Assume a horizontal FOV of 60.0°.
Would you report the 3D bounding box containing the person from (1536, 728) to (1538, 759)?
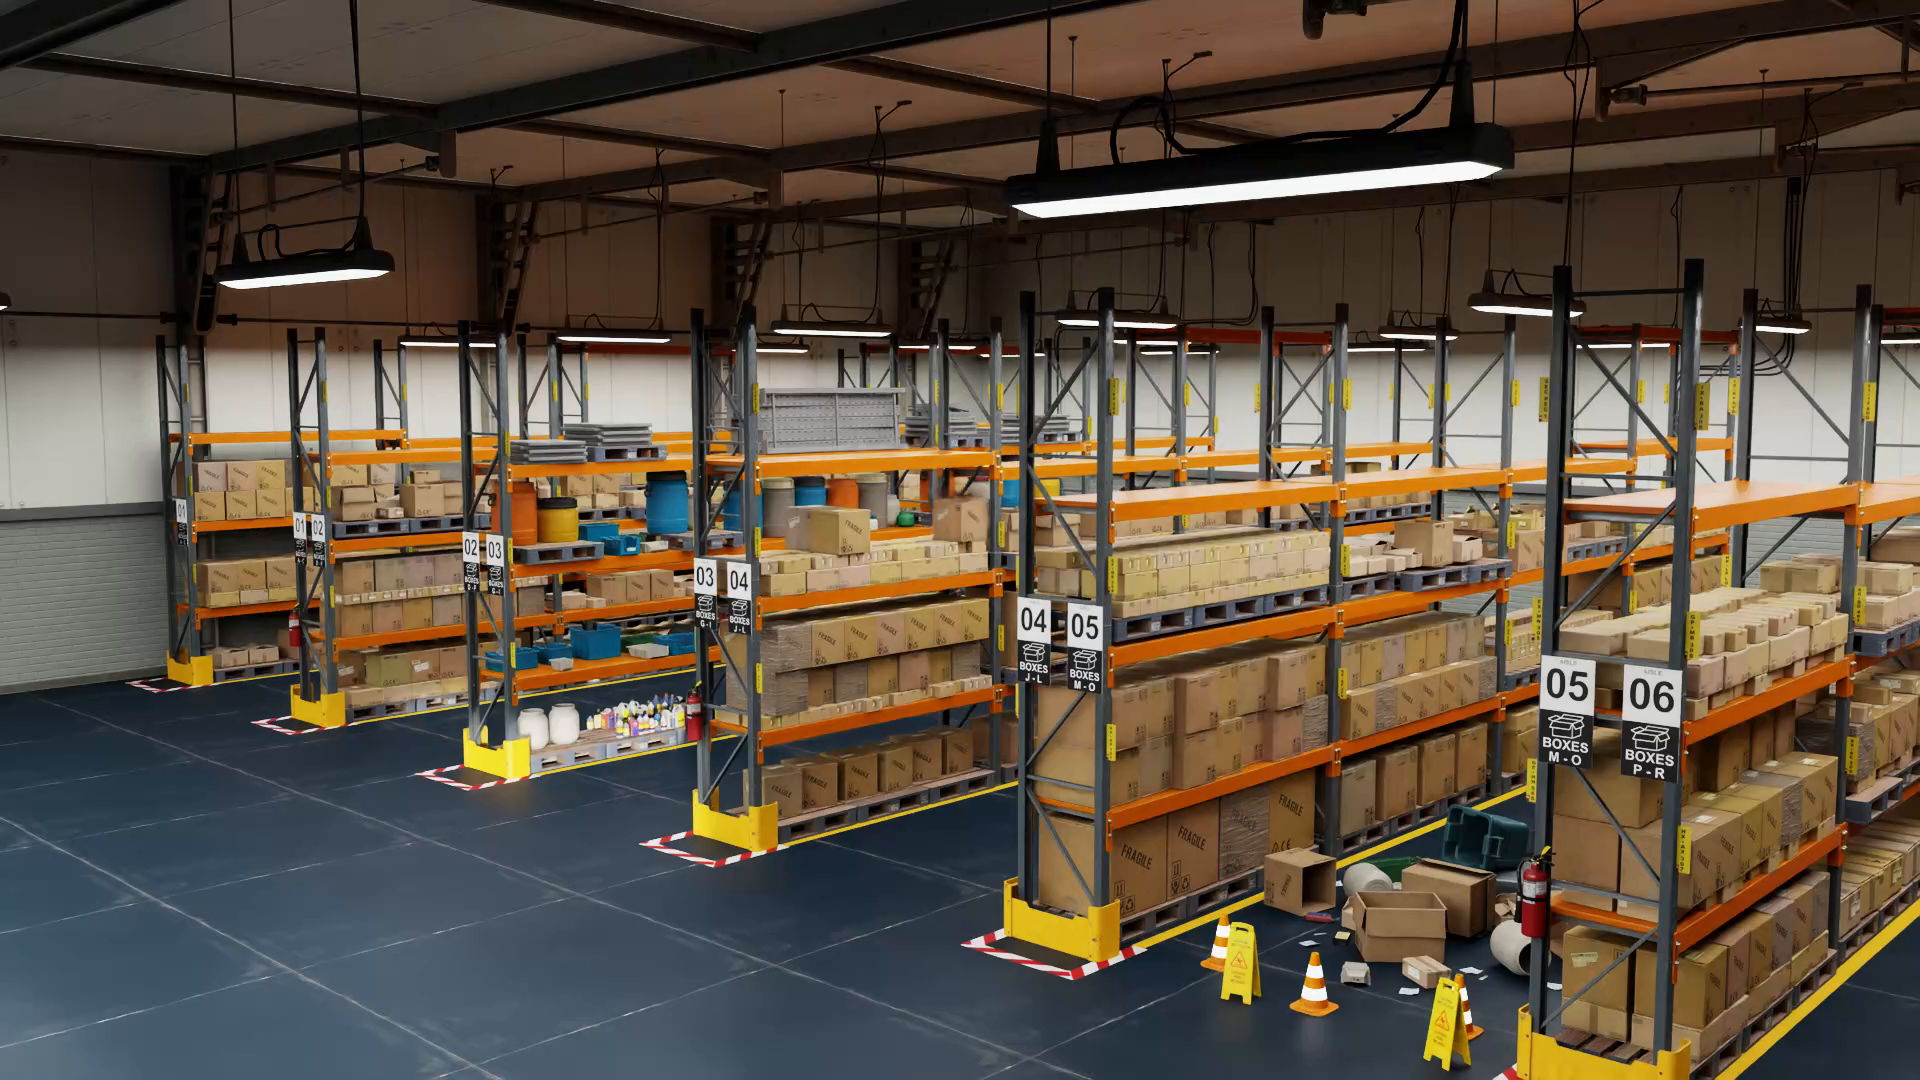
[{"bbox_3d":[6.680,2.551,18.503,0.536,1.779,0.585,-5,7,-40],"label":"person"}]
